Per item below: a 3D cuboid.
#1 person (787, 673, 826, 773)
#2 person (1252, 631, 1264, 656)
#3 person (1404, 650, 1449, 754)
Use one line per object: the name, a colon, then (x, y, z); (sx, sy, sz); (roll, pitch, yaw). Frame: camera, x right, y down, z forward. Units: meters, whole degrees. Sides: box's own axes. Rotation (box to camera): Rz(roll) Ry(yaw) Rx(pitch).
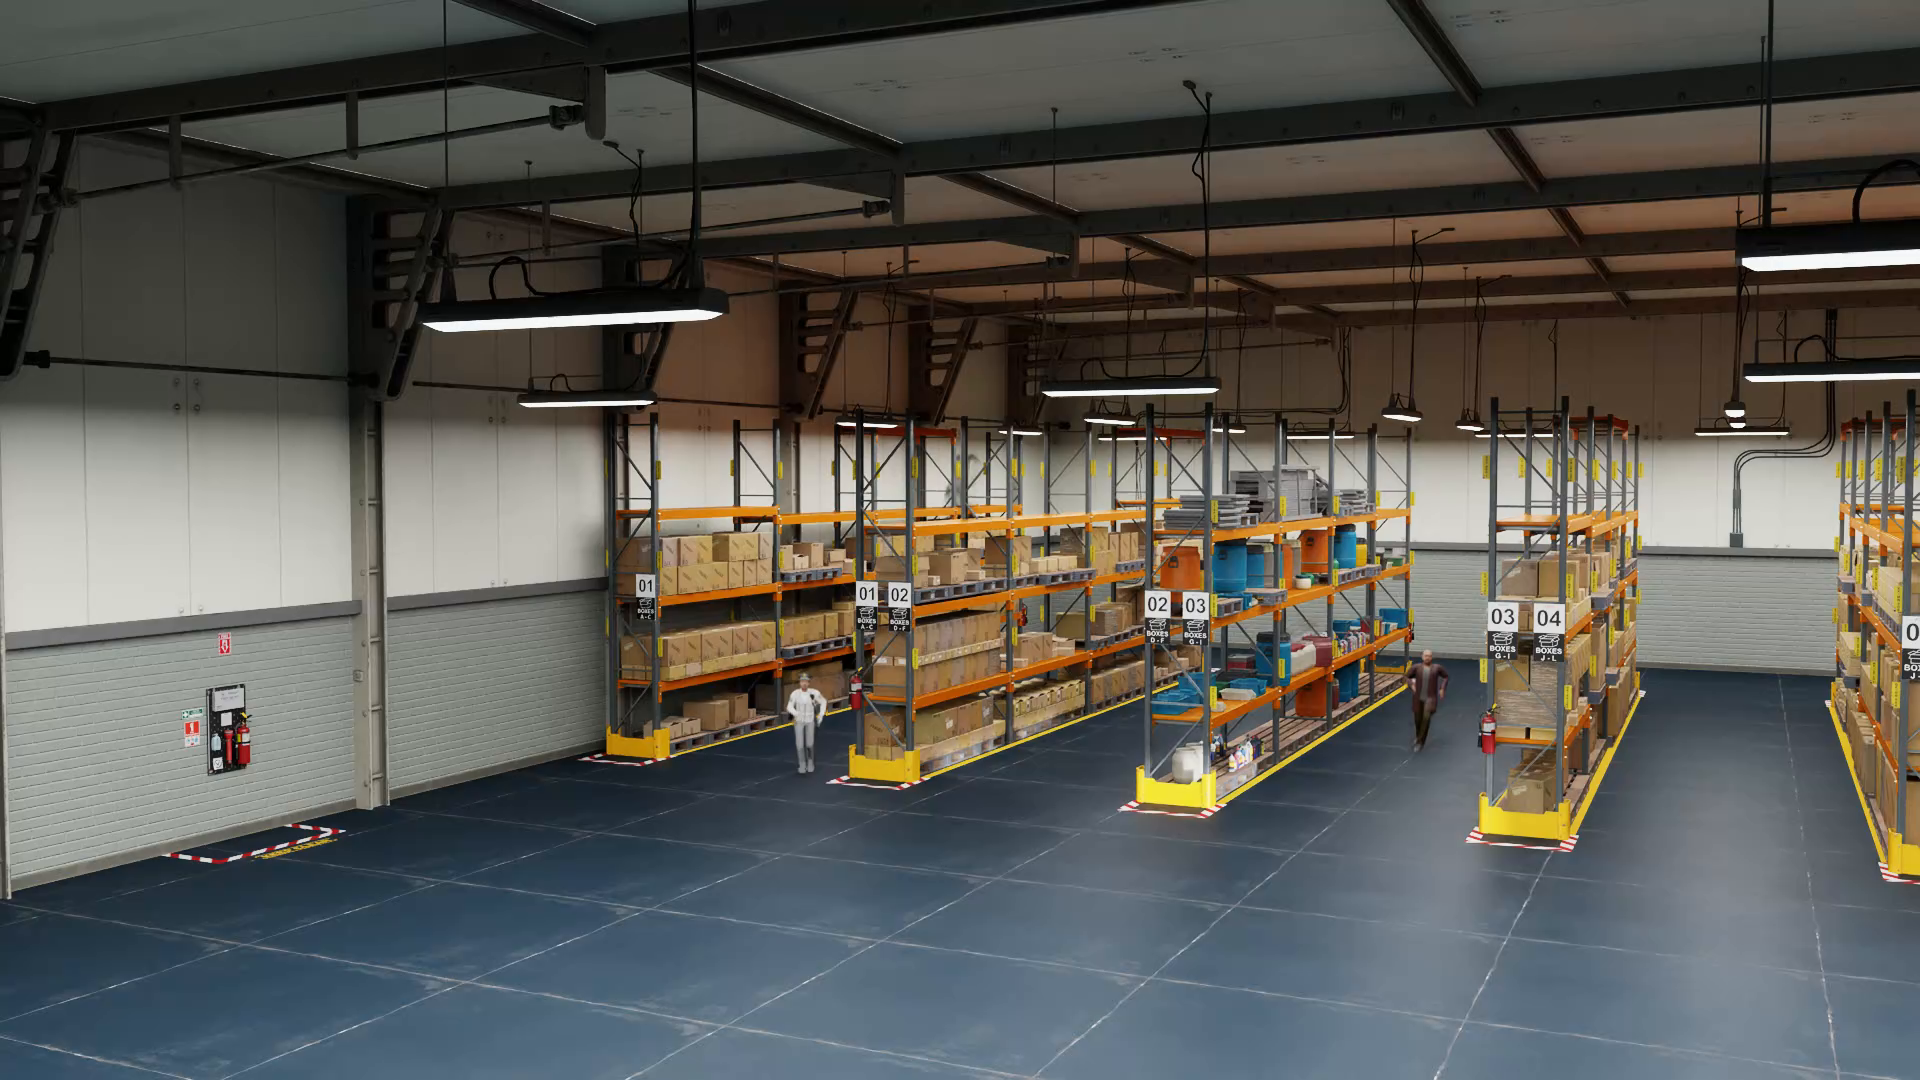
person: (-2.531, 3.015, 27.382); (0.641, 1.669, 0.615); (0, 2, -2)
person: (6.502, 2.728, 35.707); (0.593, 1.577, 0.667); (1, 3, 28)
person: (8.303, 2.860, 29.709); (0.740, 1.801, 1.012); (1, 3, 27)
